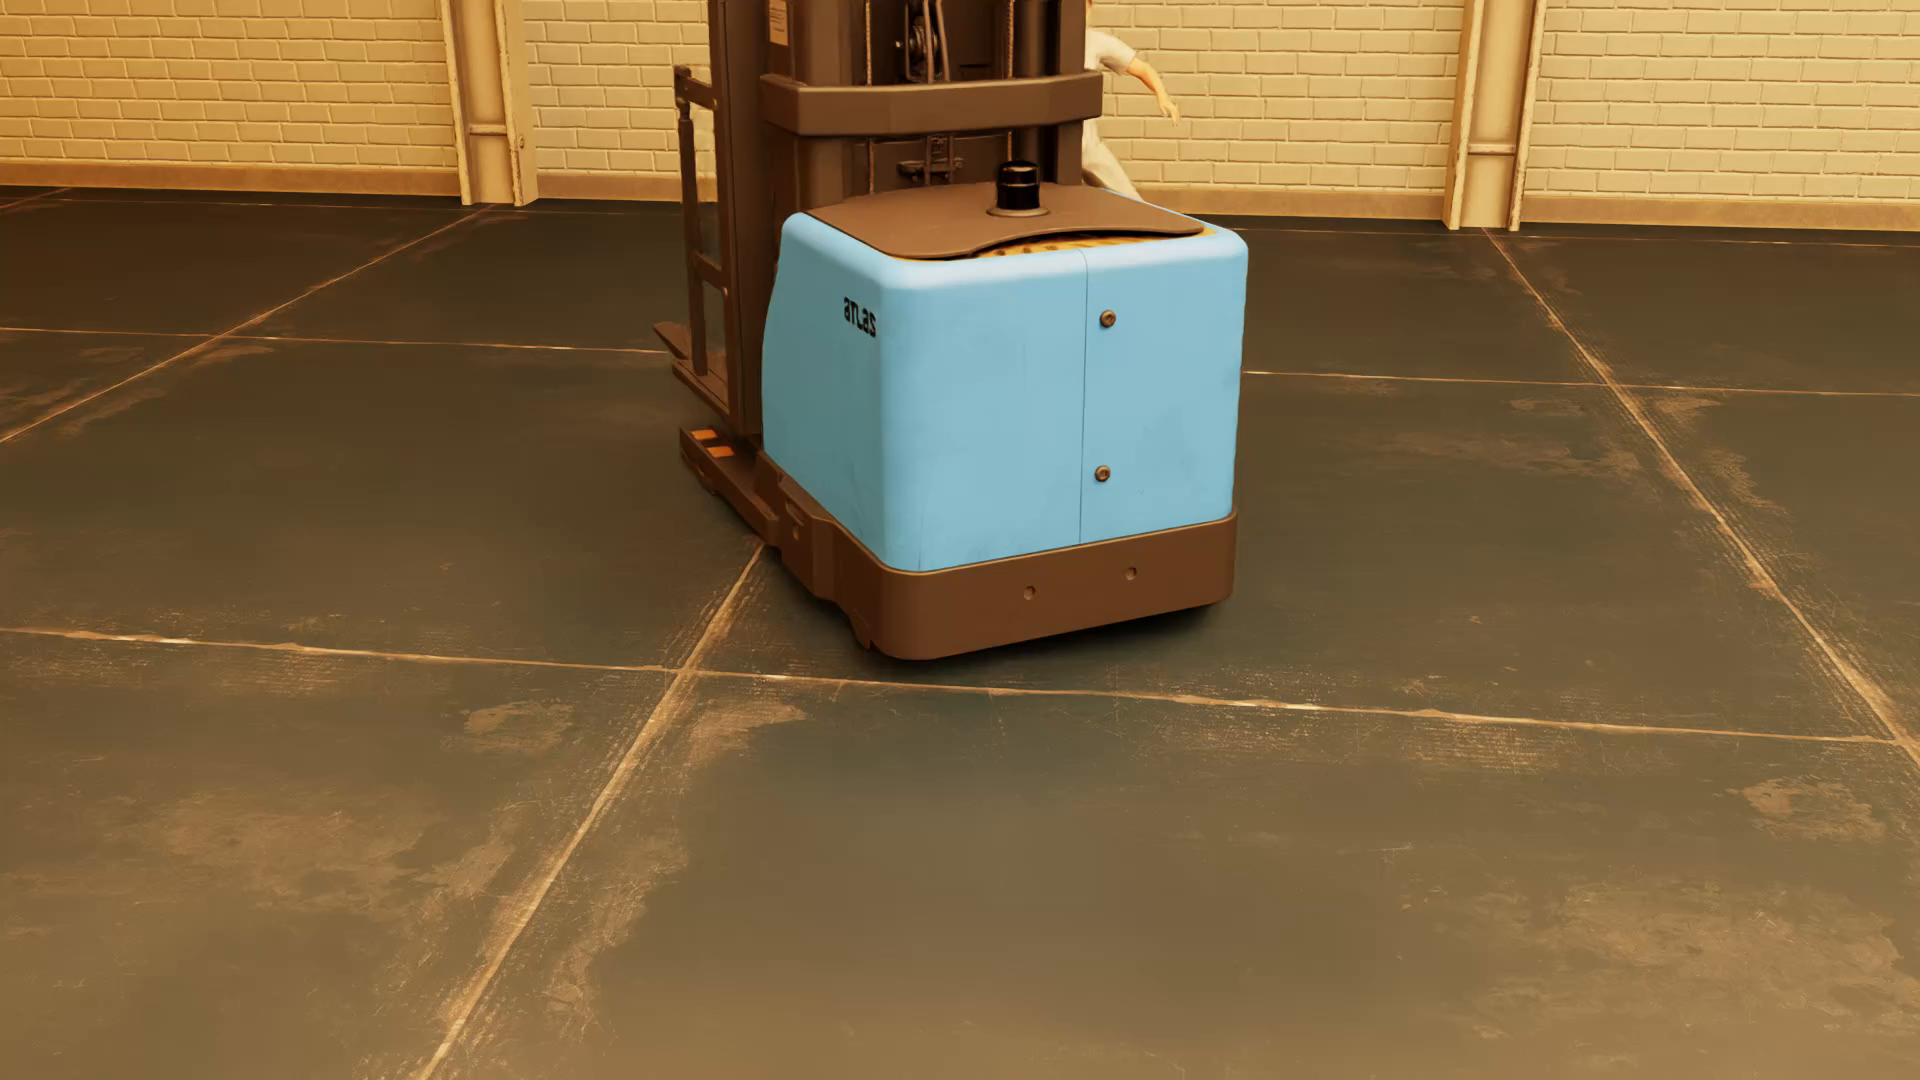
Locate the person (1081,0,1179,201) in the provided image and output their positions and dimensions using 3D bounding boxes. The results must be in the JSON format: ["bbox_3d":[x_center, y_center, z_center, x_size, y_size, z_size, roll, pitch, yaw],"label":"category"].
[{"bbox_3d":[0.582,-1.908,7.931,1.109,1.501,0.960,-3,22,-8],"label":"person"}]

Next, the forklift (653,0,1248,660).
[{"bbox_3d":[-0.313,-1.569,5.150,1.130,2.935,3.031,-10,24,-23],"label":"forklift"}]
